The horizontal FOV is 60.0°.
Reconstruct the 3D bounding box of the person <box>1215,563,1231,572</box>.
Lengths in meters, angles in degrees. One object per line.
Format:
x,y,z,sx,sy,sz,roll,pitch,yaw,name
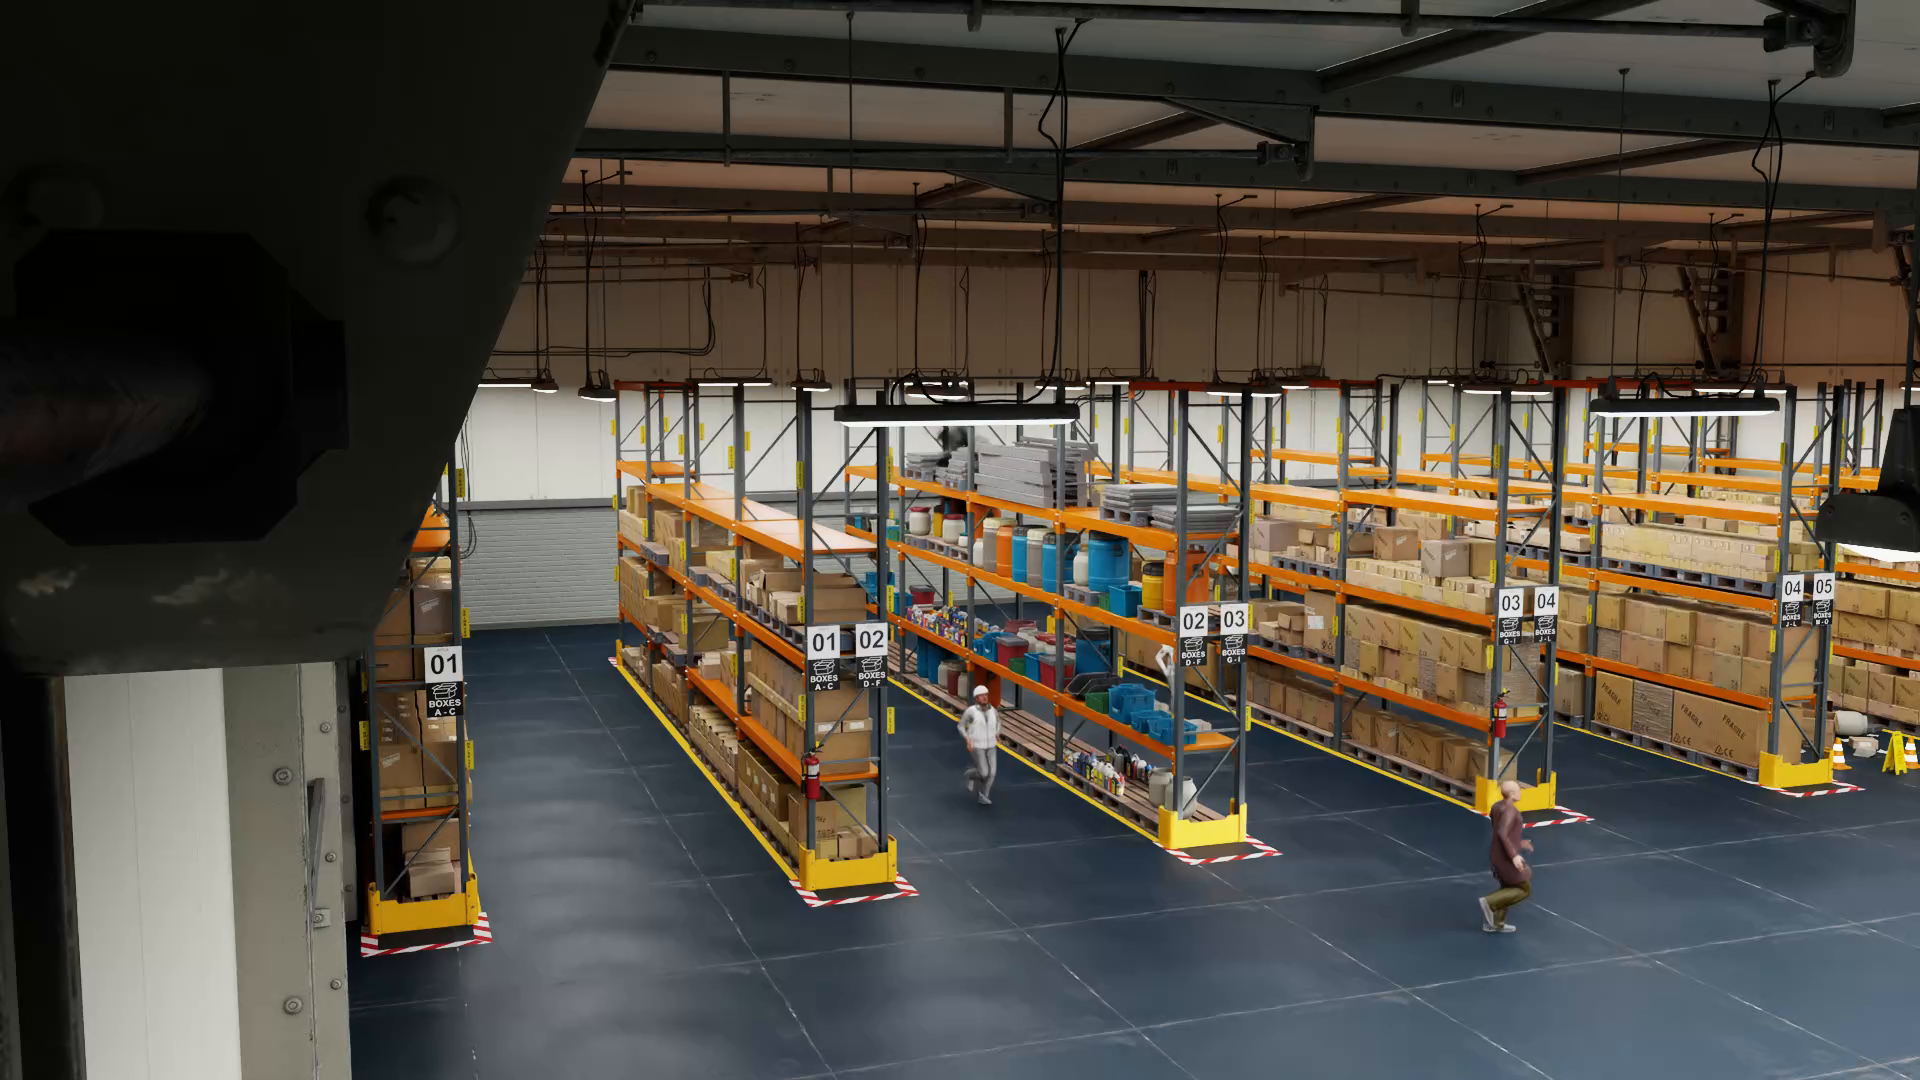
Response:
6.378,1.115,41.232,0.890,1.727,0.795,-1,6,-8,person

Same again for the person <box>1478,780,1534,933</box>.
6.081,3.524,18.486,0.671,1.726,0.696,0,6,2,person

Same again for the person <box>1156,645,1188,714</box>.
3.785,2.404,29.201,0.608,1.729,0.754,-2,7,-22,person

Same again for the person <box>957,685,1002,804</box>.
0.324,2.955,23.971,0.672,1.728,0.573,-3,7,-27,person
